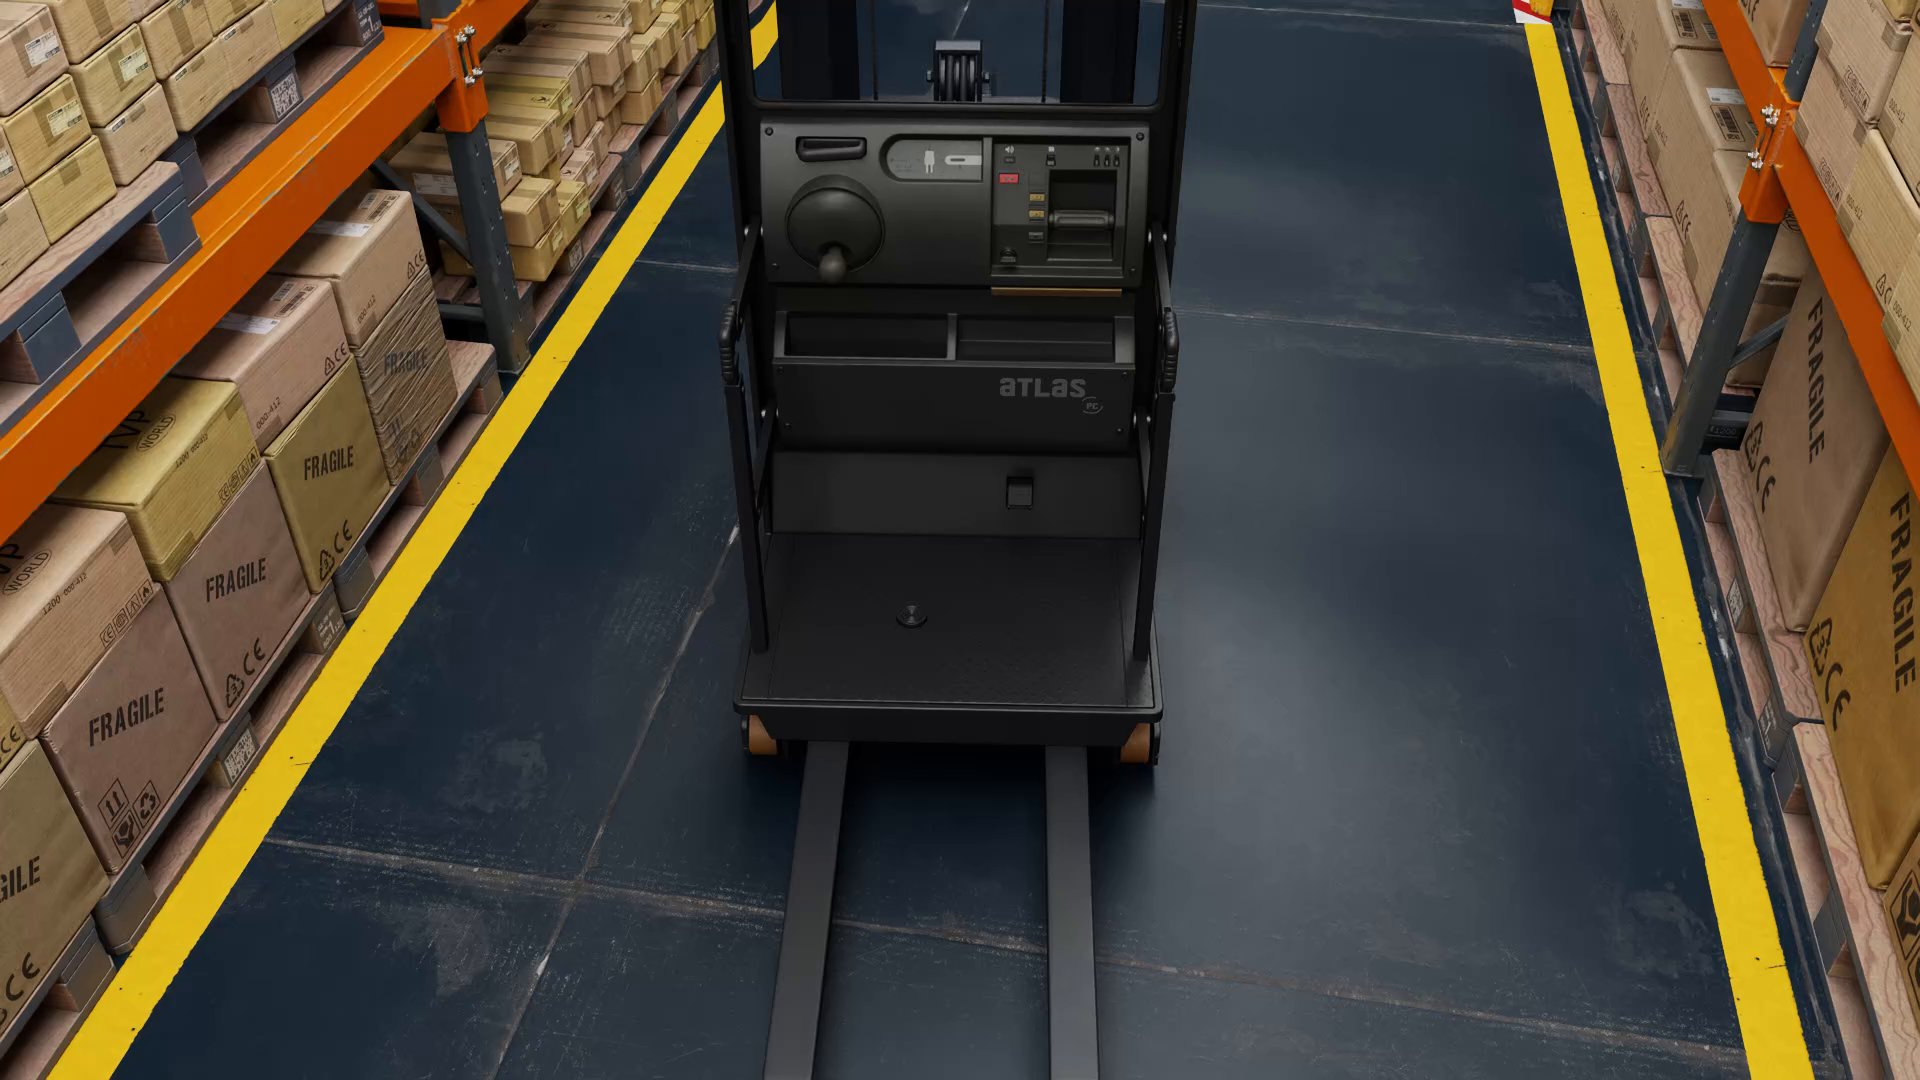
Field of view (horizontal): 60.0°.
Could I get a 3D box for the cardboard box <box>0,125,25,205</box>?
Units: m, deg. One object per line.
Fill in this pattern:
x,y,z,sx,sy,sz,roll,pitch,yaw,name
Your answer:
-2.207,-0.761,3.450,0.380,0.149,0.250,8,40,9,cardboard box

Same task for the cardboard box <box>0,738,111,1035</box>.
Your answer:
-2.296,0.748,3.623,0.500,0.500,0.500,7,40,8,cardboard box

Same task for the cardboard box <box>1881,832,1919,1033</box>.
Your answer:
2.500,0.834,3.225,0.875,0.875,0.875,7,40,8,cardboard box

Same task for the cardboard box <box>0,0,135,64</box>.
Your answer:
-2.121,-1.204,3.753,0.380,0.149,0.250,5,40,6,cardboard box

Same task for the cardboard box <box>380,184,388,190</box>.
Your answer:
-2.319,-1.243,6.073,0.380,0.149,0.250,7,40,9,cardboard box

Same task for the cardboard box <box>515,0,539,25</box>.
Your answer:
-1.951,-2.347,7.176,0.380,0.149,0.250,6,40,8,cardboard box

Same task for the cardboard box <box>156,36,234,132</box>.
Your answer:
-2.068,-1.150,4.154,0.380,0.149,0.250,4,40,5,cardboard box

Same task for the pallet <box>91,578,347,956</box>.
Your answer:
-2.403,0.499,4.481,1.003,0.211,1.213,6,40,8,pallet

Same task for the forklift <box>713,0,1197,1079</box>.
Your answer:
-0.019,-0.733,3.836,1.130,2.935,3.031,1,40,1,forklift

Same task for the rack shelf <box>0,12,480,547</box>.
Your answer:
-2.407,-0.300,3.823,1.077,0.370,4.000,6,40,8,rack shelf

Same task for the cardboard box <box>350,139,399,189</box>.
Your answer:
-2.256,-1.377,6.002,0.380,0.149,0.250,7,40,9,cardboard box

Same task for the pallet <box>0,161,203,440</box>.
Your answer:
-2.451,-0.495,3.645,1.003,0.211,1.213,6,40,8,pallet

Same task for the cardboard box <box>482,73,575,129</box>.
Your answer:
-1.696,-1.648,6.331,0.380,0.149,0.250,6,40,7,cardboard box

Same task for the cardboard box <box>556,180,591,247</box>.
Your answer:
-1.635,-1.255,6.322,0.380,0.149,0.250,8,40,9,cardboard box

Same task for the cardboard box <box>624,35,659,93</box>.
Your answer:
-1.494,-2.018,7.011,0.380,0.149,0.250,6,40,7,cardboard box

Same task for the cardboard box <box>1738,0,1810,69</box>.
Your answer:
2.661,-1.708,4.883,0.500,0.500,0.500,7,40,8,cardboard box

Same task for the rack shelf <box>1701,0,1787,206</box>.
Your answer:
3.178,-2.328,6.276,1.077,0.370,4.000,6,40,8,rack shelf

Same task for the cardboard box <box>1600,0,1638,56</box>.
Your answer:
3.509,-2.609,7.733,0.875,0.438,0.875,5,40,6,cardboard box

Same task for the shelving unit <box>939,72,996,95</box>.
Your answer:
0.016,-1.056,5.703,0.215,1.050,0.252,1,40,1,shelving unit

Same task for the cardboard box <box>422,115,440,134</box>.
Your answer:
-2.256,-1.584,6.486,0.380,0.149,0.250,5,40,6,cardboard box

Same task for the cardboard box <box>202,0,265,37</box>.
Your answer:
-2.025,-1.420,4.247,0.380,0.149,0.250,8,40,10,cardboard box

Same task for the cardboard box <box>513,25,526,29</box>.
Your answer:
-1.937,-2.221,7.257,0.380,0.149,0.250,8,40,10,cardboard box

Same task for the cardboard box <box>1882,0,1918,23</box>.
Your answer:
2.473,-1.529,3.882,0.500,0.500,0.500,7,40,8,cardboard box

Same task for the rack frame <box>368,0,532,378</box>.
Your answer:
-2.061,-1.832,5.112,1.000,3.000,0.127,6,40,8,rack frame

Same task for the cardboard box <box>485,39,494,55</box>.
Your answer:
-2.137,-2.033,6.795,0.380,0.149,0.250,5,40,6,cardboard box

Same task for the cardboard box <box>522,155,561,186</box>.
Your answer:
-1.727,-1.371,6.228,0.380,0.149,0.250,7,40,8,cardboard box

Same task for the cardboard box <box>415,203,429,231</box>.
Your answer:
-2.201,-1.333,6.416,0.380,0.149,0.250,7,40,9,cardboard box

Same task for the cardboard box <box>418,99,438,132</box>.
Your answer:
-2.214,-1.698,6.391,0.380,0.149,0.250,6,40,7,cardboard box

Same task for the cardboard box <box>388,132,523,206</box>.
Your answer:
-1.797,-1.318,5.931,0.380,0.149,0.250,8,40,9,cardboard box

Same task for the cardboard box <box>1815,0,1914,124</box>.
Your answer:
2.478,-1.240,4.121,0.500,0.250,0.500,5,40,6,cardboard box

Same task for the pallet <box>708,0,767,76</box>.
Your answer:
-1.557,-2.714,8.367,1.003,0.211,1.213,6,40,8,pallet

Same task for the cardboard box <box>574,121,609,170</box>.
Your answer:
-1.649,-1.582,6.717,0.380,0.149,0.250,6,40,7,cardboard box

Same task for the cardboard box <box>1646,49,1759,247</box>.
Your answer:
3.201,-1.468,6.353,0.875,0.438,0.875,5,40,6,cardboard box

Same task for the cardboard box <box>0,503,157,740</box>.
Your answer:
-2.209,0.157,3.749,0.500,0.250,0.500,7,40,8,cardboard box

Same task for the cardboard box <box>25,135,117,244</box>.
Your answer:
-2.157,-0.808,3.741,0.380,0.149,0.250,8,40,10,cardboard box

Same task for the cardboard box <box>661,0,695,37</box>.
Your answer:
-1.407,-2.346,7.408,0.380,0.149,0.250,8,40,10,cardboard box

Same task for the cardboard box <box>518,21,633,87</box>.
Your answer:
-1.549,-1.965,6.714,0.380,0.149,0.250,7,40,9,cardboard box

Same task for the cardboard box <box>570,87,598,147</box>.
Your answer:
-1.671,-1.697,6.623,0.380,0.149,0.250,4,40,5,cardboard box

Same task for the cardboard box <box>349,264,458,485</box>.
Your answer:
-1.941,-0.538,5.179,0.500,0.500,0.500,6,40,7,cardboard box

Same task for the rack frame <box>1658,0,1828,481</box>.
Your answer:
2.832,-1.350,4.529,1.000,3.000,0.127,6,40,8,rack frame

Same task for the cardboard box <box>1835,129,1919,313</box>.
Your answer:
2.408,-0.720,3.885,0.500,0.250,0.500,5,40,7,cardboard box

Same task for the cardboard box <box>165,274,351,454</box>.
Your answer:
-2.043,-0.503,4.548,0.500,0.250,0.500,8,40,10,cardboard box

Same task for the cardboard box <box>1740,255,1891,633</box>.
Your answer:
2.804,-0.295,4.590,0.875,0.875,0.875,8,40,9,cardboard box

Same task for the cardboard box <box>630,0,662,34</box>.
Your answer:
-1.501,-2.296,7.114,0.380,0.149,0.250,7,40,8,cardboard box

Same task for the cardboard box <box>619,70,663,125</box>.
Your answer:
-1.497,-1.907,7.110,0.380,0.149,0.250,5,40,6,cardboard box

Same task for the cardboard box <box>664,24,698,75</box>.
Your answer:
-1.409,-2.231,7.502,0.380,0.149,0.250,7,40,9,cardboard box

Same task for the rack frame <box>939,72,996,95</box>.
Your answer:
0.020,-1.133,5.797,0.200,1.050,0.008,1,40,1,rack frame

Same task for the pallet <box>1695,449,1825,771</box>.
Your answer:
2.773,0.217,4.821,1.003,0.211,1.213,6,40,8,pallet

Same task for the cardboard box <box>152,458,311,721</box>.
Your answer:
-2.123,0.105,4.401,0.500,0.500,0.500,6,40,7,cardboard box

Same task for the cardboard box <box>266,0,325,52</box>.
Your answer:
-1.979,-1.463,4.533,0.380,0.149,0.250,7,40,8,cardboard box

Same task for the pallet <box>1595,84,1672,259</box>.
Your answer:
3.250,-1.512,6.913,1.003,0.211,1.213,6,40,8,pallet

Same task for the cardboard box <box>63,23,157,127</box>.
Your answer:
-2.115,-1.084,3.842,0.380,0.149,0.250,4,40,5,cardboard box

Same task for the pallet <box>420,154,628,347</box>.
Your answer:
-1.979,-1.183,6.515,1.003,0.211,1.213,6,40,8,pallet
